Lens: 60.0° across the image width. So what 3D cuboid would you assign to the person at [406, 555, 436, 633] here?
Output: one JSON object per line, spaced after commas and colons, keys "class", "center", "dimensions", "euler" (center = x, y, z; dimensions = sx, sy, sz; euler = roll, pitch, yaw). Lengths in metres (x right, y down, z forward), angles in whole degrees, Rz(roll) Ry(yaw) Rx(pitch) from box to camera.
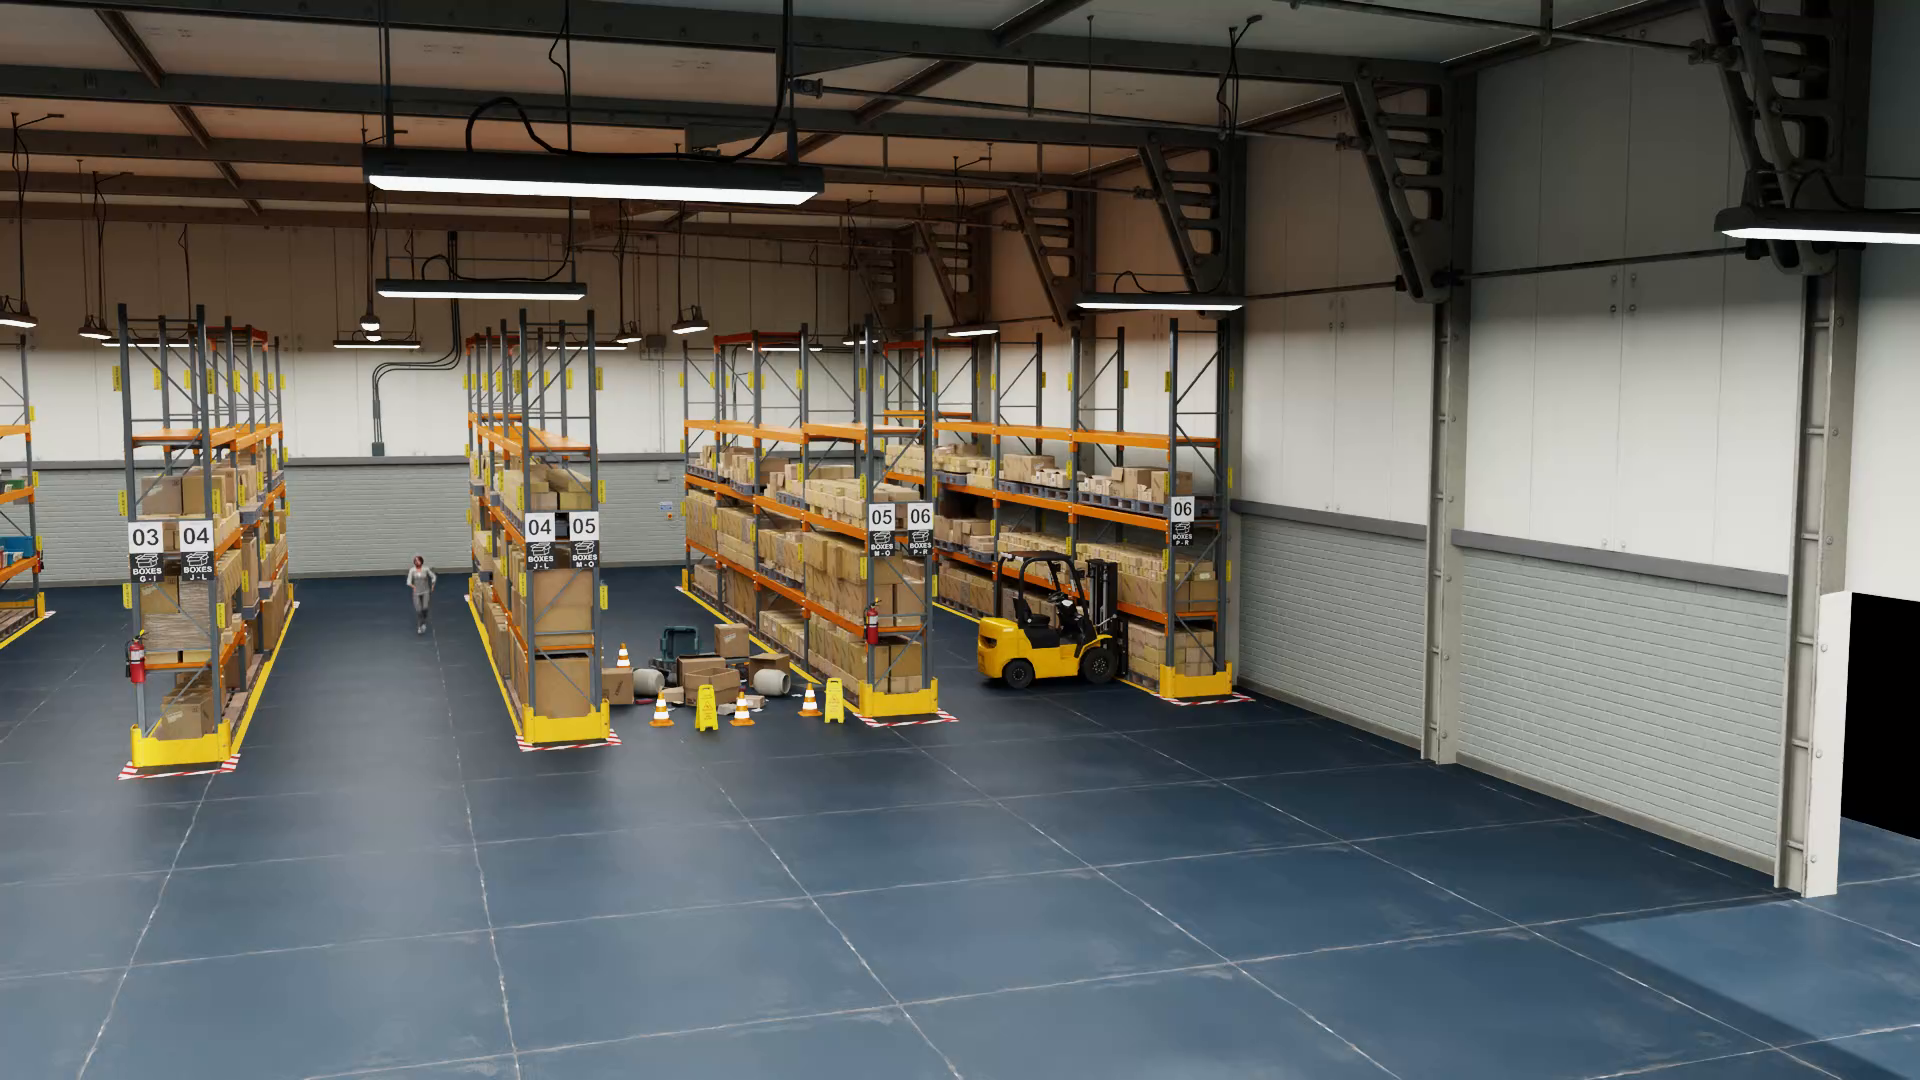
{"class": "person", "center": [-10.716, 1.081, 33.077], "dimensions": [0.552, 1.557, 0.618], "euler": [-1, 6, -13]}
